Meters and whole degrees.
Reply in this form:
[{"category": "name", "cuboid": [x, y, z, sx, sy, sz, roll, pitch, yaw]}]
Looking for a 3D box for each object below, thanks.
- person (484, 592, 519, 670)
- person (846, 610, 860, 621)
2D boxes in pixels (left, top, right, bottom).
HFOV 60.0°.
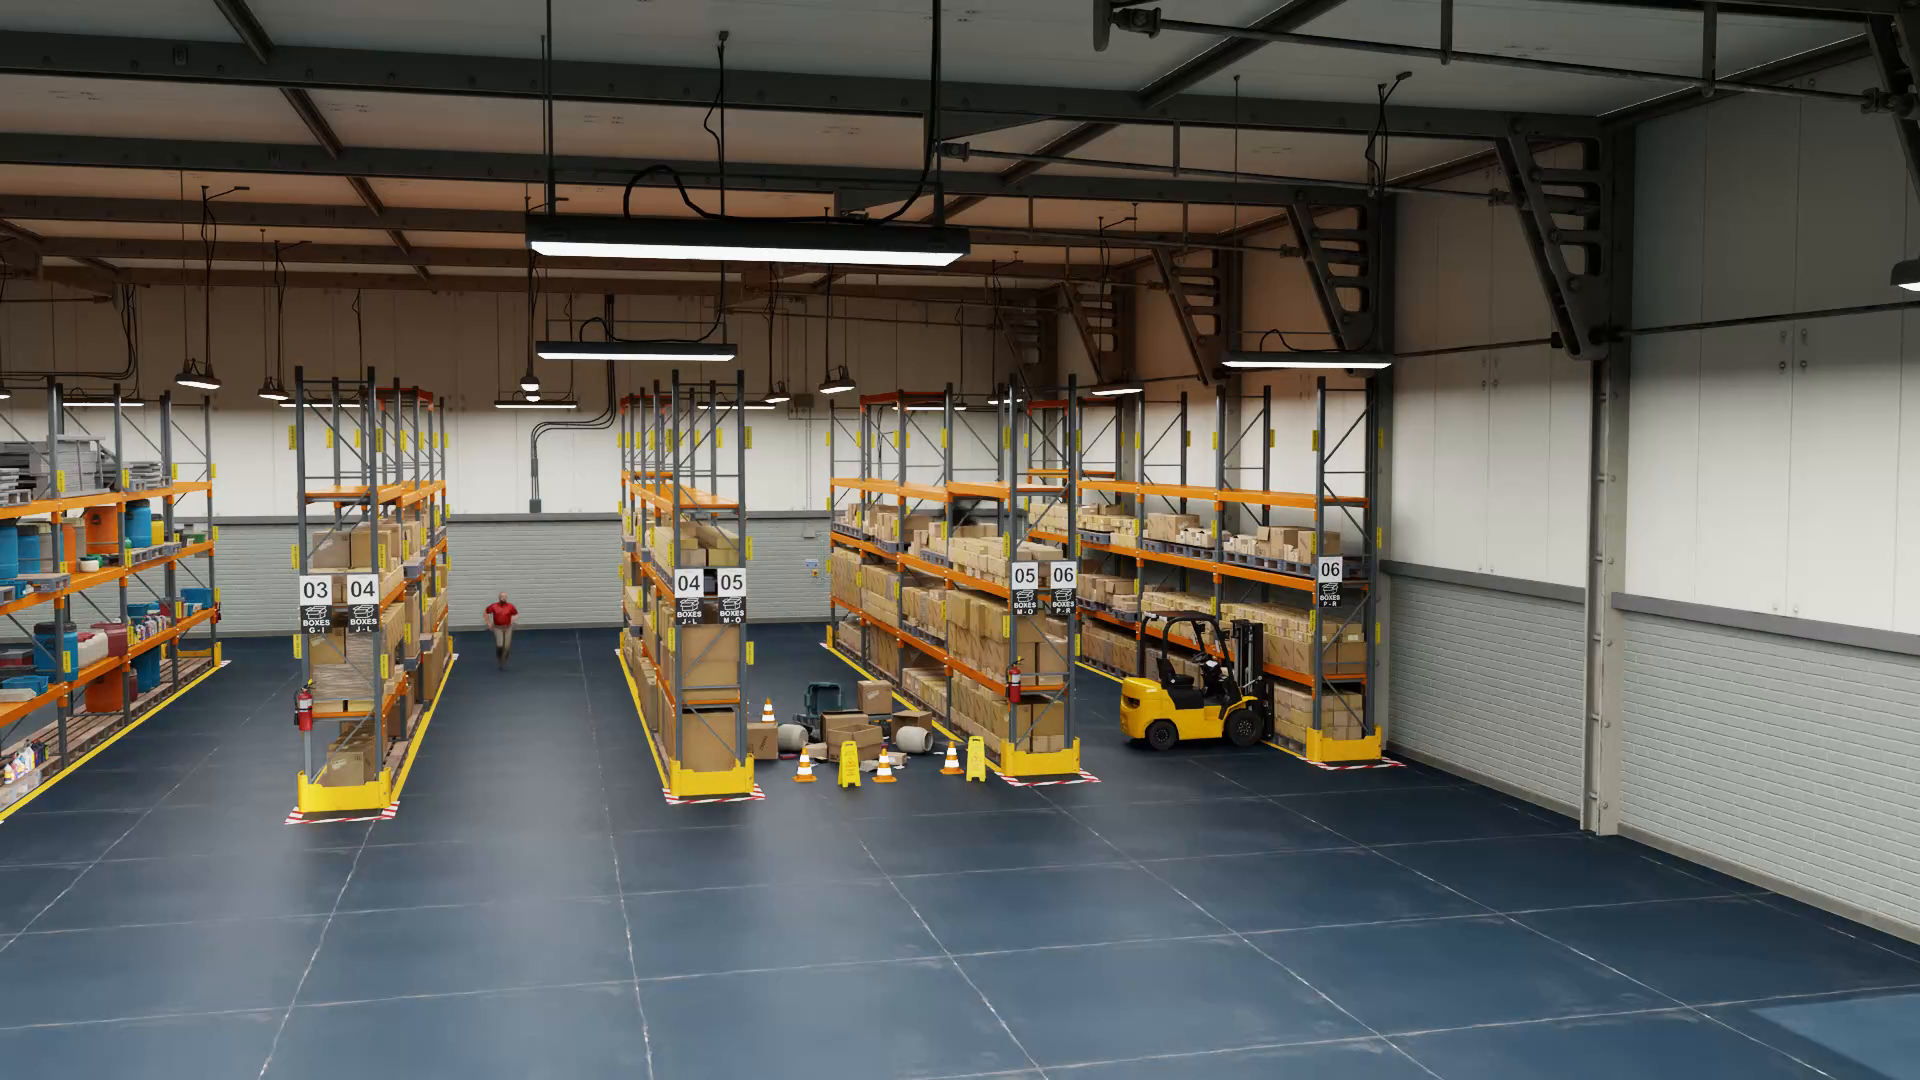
[{"category": "person", "cuboid": [-9.981, 1.988, 36.318, 0.715, 1.693, 0.705, -2, 4, -27]}, {"category": "person", "cuboid": [-2.603, 1.659, 41.808, 0.723, 1.695, 0.716, 0, 3, 7]}]
